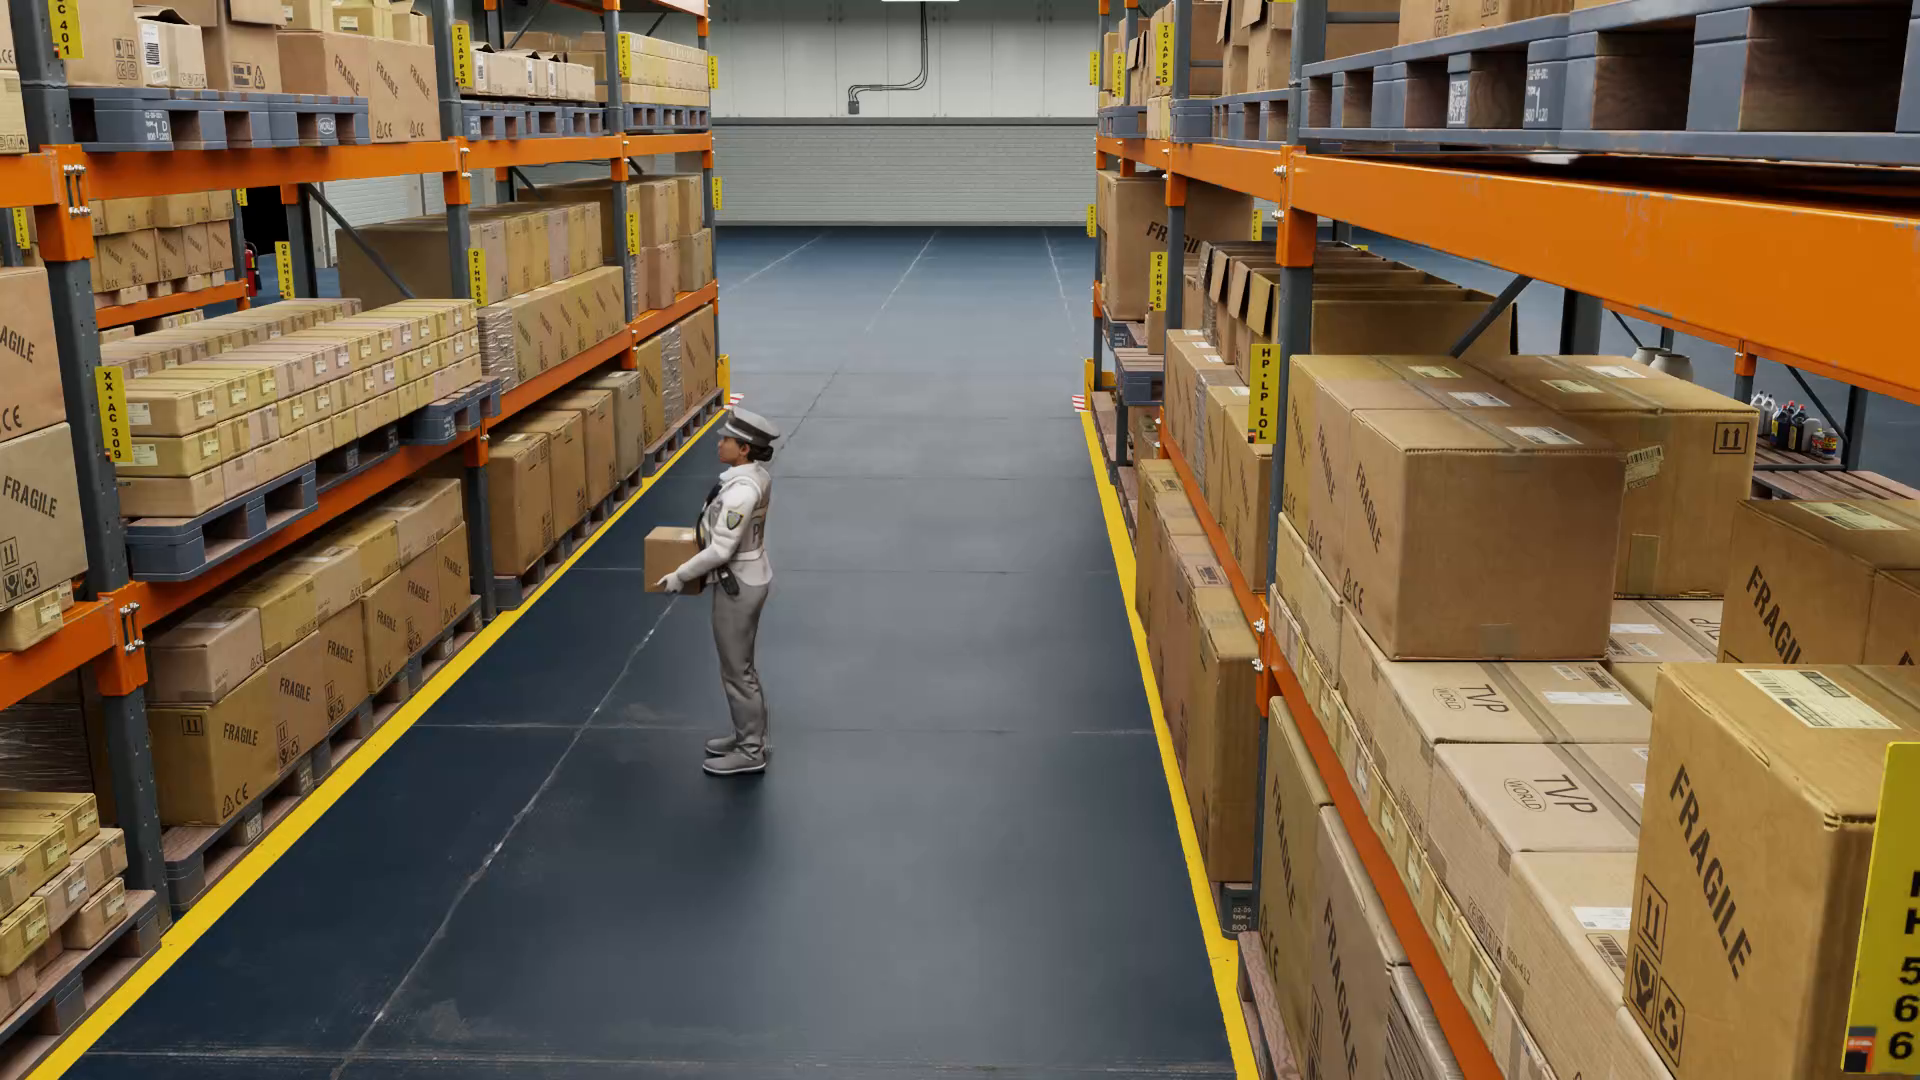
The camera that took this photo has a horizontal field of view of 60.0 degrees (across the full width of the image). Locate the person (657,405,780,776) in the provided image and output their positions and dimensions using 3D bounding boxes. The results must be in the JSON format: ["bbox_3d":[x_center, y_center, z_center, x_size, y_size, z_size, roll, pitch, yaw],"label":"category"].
[{"bbox_3d":[-1.073,0.225,7.524,0.552,1.697,0.468,0,14,-1],"label":"person"}]
